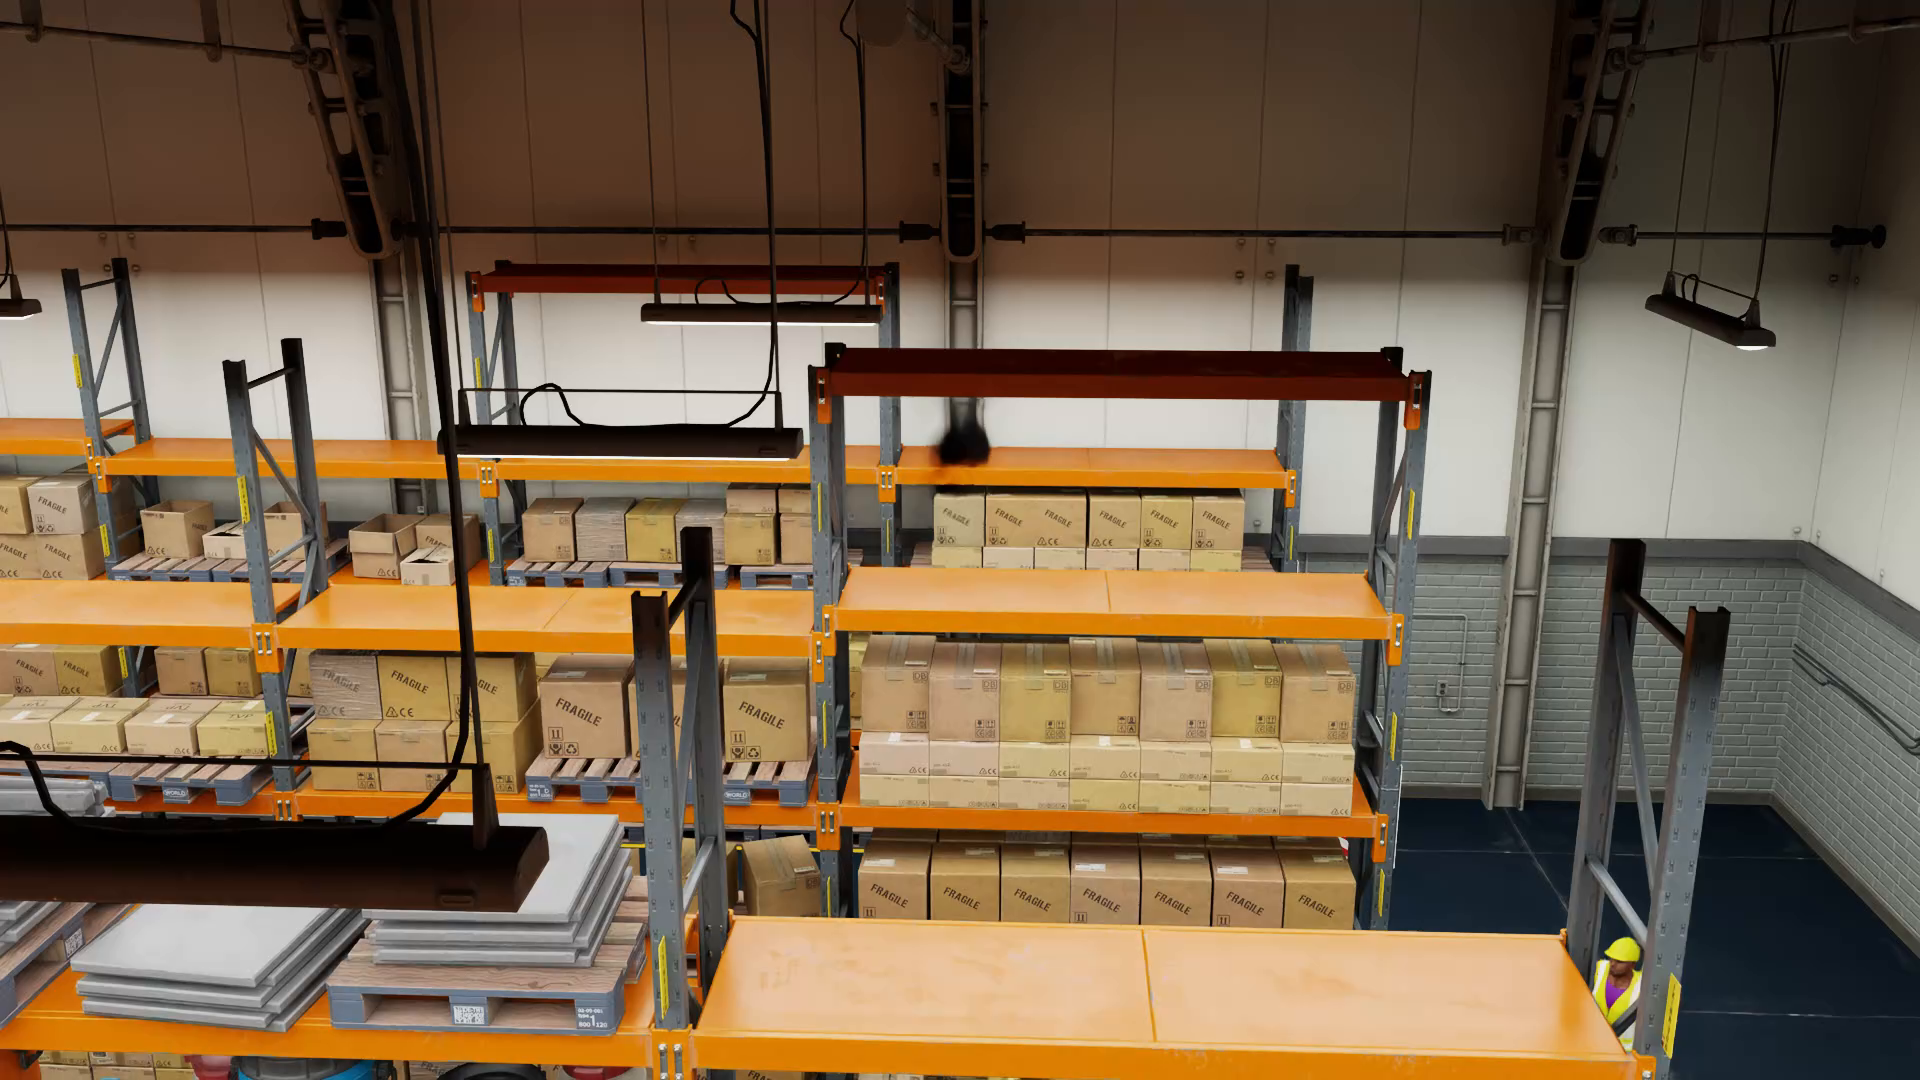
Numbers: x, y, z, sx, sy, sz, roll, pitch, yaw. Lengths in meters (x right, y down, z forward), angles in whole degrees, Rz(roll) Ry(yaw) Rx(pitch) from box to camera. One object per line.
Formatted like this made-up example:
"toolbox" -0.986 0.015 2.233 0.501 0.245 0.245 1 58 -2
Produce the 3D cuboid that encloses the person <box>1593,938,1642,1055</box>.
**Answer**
"person" 5.001 3.757 12.567 0.885 1.746 0.688 -15 22 -42
